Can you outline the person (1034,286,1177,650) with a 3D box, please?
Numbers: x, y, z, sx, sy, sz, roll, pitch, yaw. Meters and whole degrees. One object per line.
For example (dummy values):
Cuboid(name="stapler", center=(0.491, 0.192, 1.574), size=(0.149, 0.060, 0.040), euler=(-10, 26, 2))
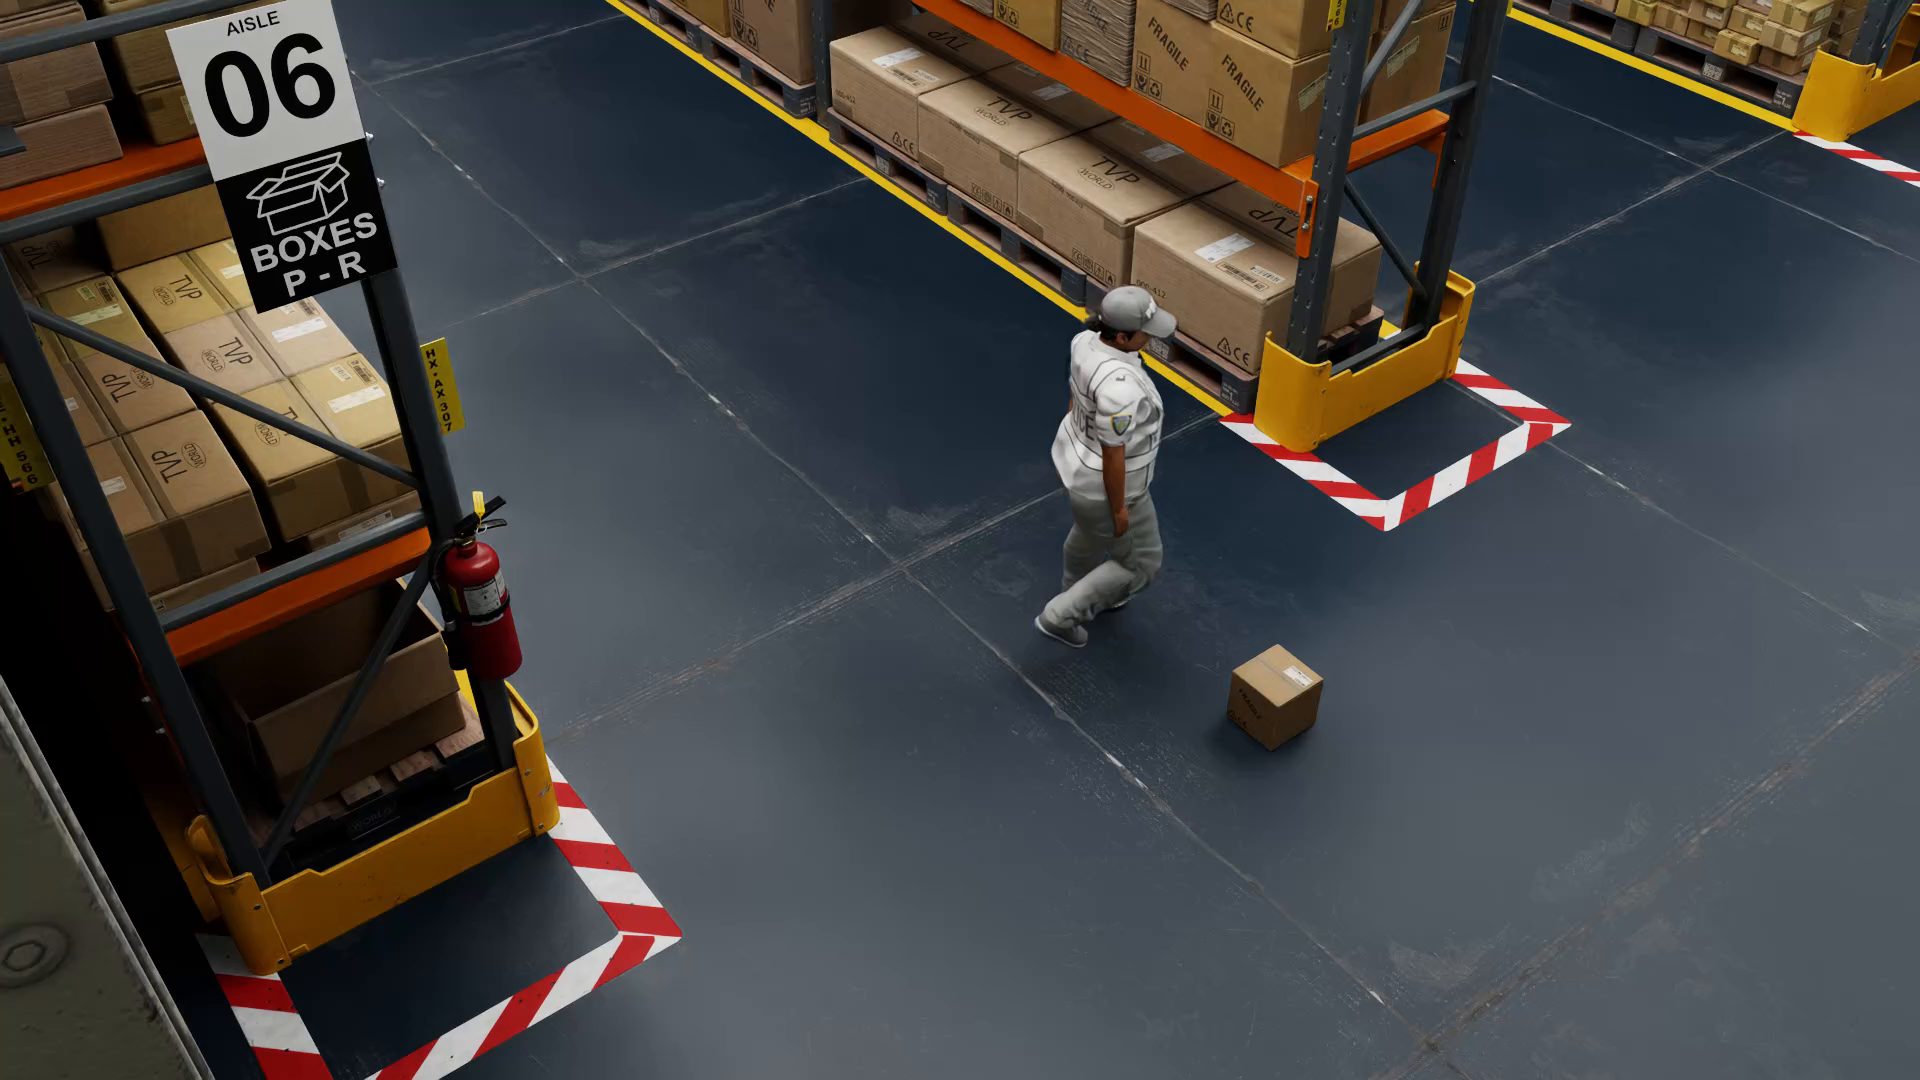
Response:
Cuboid(name="person", center=(0.514, -0.256, 6.429), size=(0.524, 1.661, 0.533), euler=(-8, 41, -10))
